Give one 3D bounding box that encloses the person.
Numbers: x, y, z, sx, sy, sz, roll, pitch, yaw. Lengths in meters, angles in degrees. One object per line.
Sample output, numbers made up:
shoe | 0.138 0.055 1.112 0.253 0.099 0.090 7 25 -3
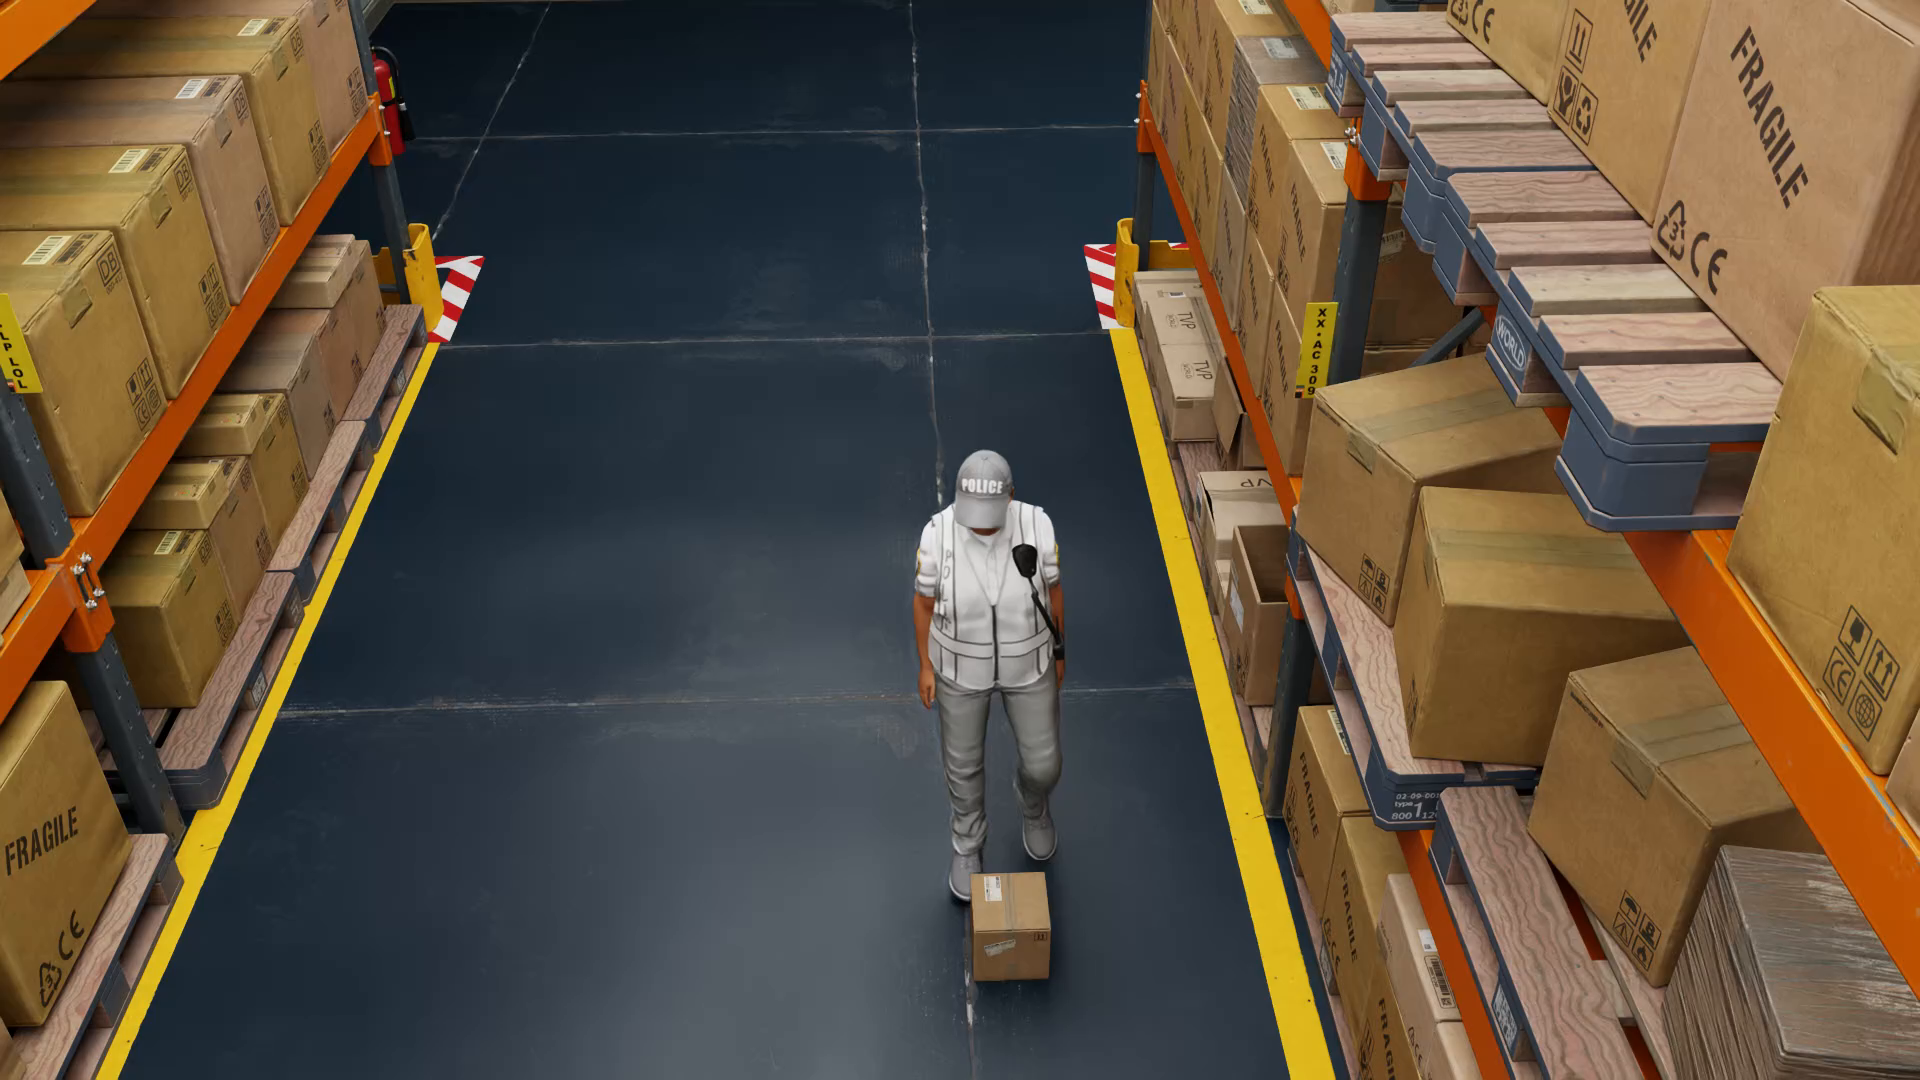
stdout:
person | 0.104 0.458 5.493 0.508 1.696 0.486 -1 35 -2
